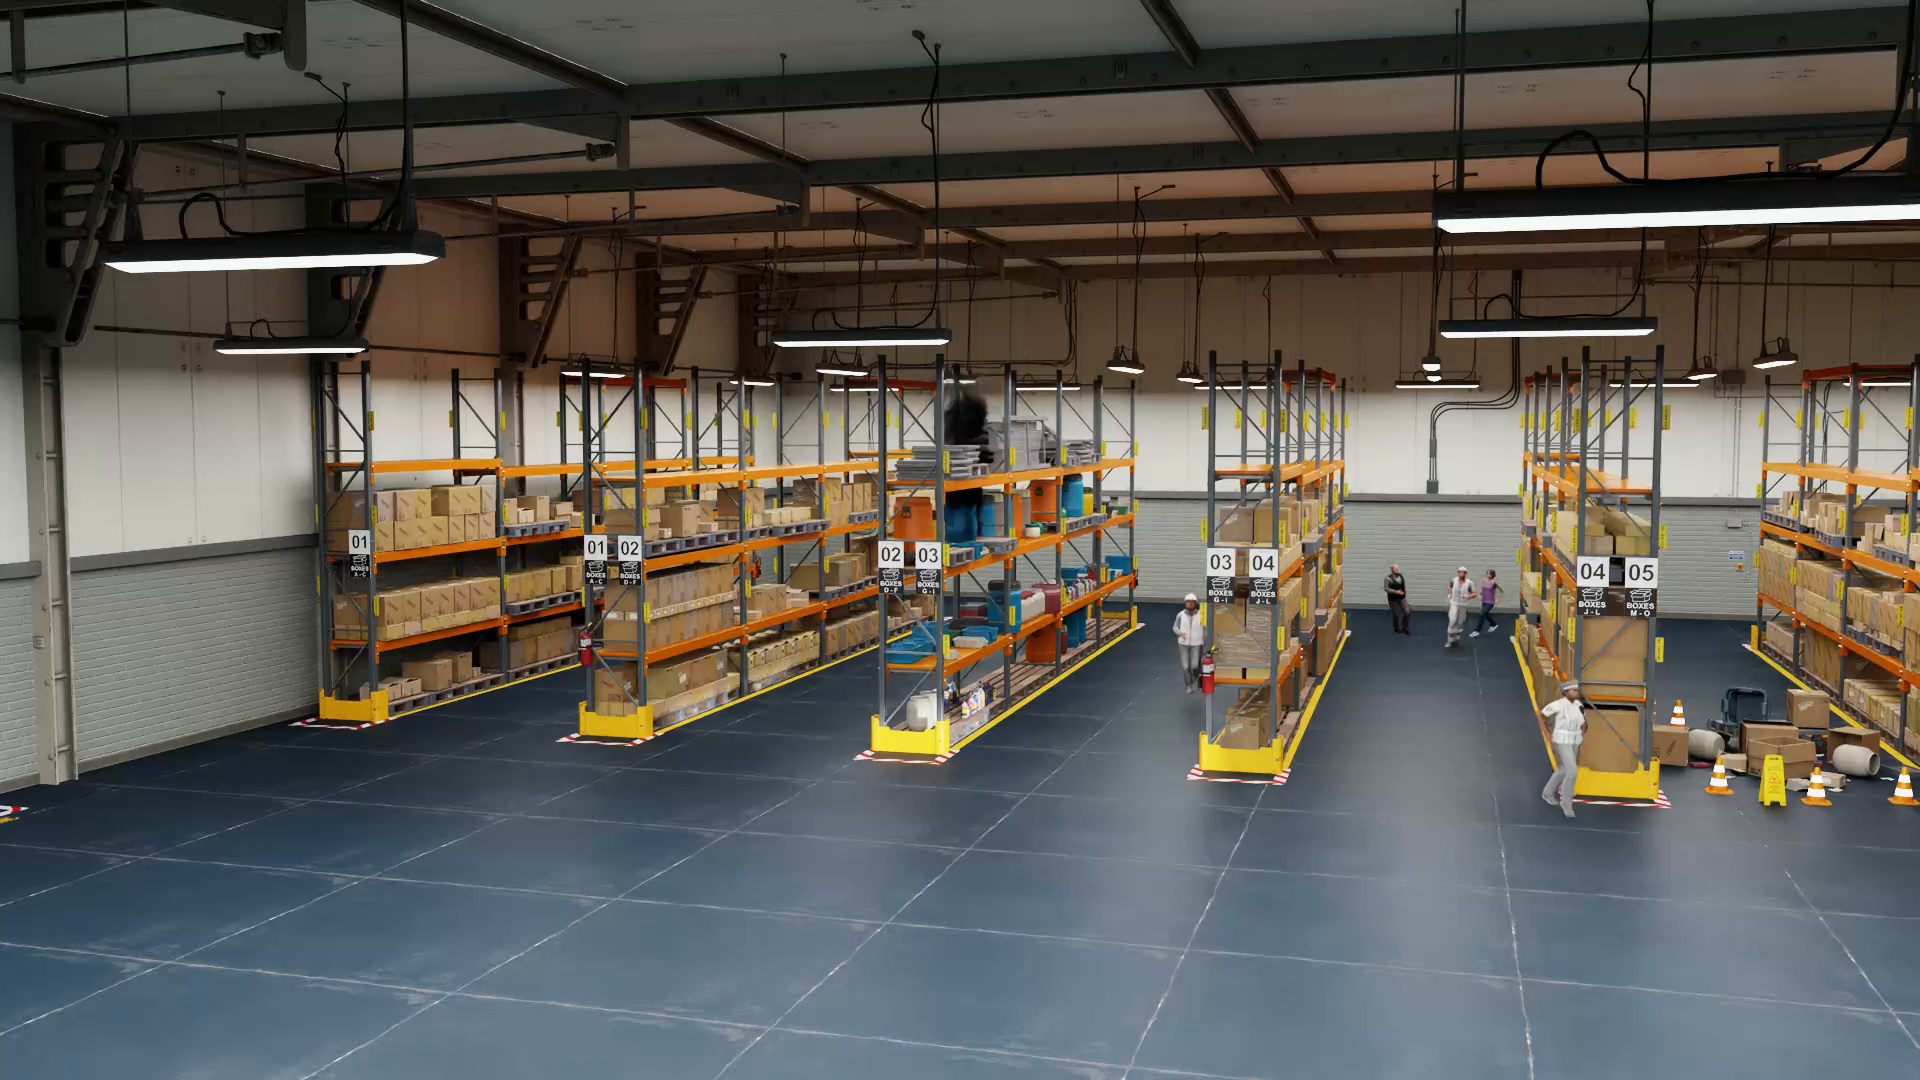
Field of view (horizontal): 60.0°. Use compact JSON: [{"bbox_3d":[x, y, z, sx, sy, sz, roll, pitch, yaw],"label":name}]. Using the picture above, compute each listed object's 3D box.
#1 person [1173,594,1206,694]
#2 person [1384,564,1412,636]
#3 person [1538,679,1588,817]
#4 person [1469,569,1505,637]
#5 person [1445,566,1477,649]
[{"bbox_3d":[3.992,1.800,28.712,0.653,1.740,0.552,1,4,13],"label":"person"},{"bbox_3d":[10.162,1.416,38.830,0.705,1.739,0.678,-1,4,-13],"label":"person"},{"bbox_3d":[7.760,2.649,21.341,0.582,1.762,0.661,-2,5,-29],"label":"person"},{"bbox_3d":[12.229,1.447,38.477,0.927,1.559,0.596,-2,5,-25],"label":"person"},{"bbox_3d":[11.116,1.480,36.820,0.648,1.815,0.772,2,4,22],"label":"person"}]
